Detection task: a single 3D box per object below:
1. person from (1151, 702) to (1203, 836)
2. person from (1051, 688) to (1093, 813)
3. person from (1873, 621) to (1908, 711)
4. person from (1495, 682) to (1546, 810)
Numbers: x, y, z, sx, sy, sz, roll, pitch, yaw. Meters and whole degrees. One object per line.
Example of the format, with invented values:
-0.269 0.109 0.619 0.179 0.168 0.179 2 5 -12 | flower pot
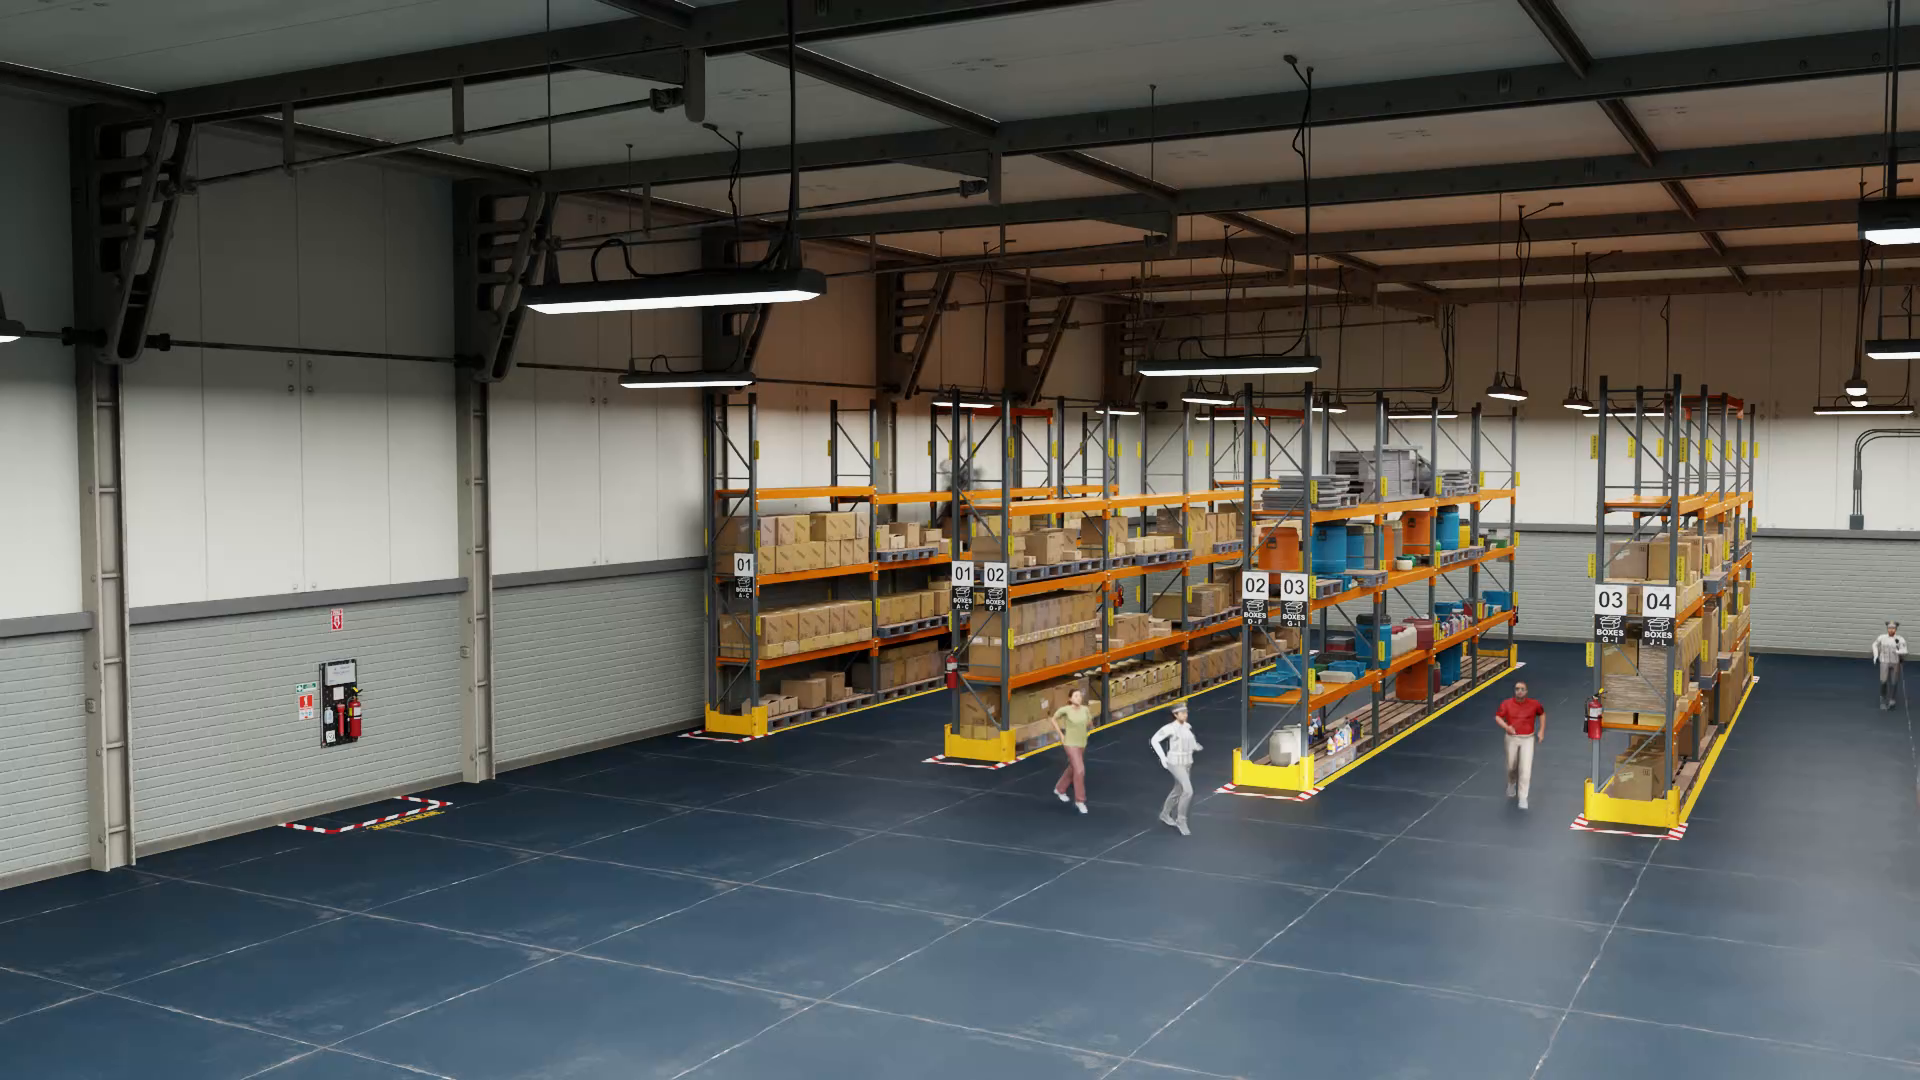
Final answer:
2.875 2.982 21.784 0.732 1.749 0.576 3 4 45 | person
1.611 2.913 23.279 0.551 1.719 0.824 -2 4 -33 | person
17.965 2.427 32.127 0.580 1.743 0.732 2 3 28 | person
7.933 2.871 23.551 0.686 1.755 0.867 1 3 19 | person
